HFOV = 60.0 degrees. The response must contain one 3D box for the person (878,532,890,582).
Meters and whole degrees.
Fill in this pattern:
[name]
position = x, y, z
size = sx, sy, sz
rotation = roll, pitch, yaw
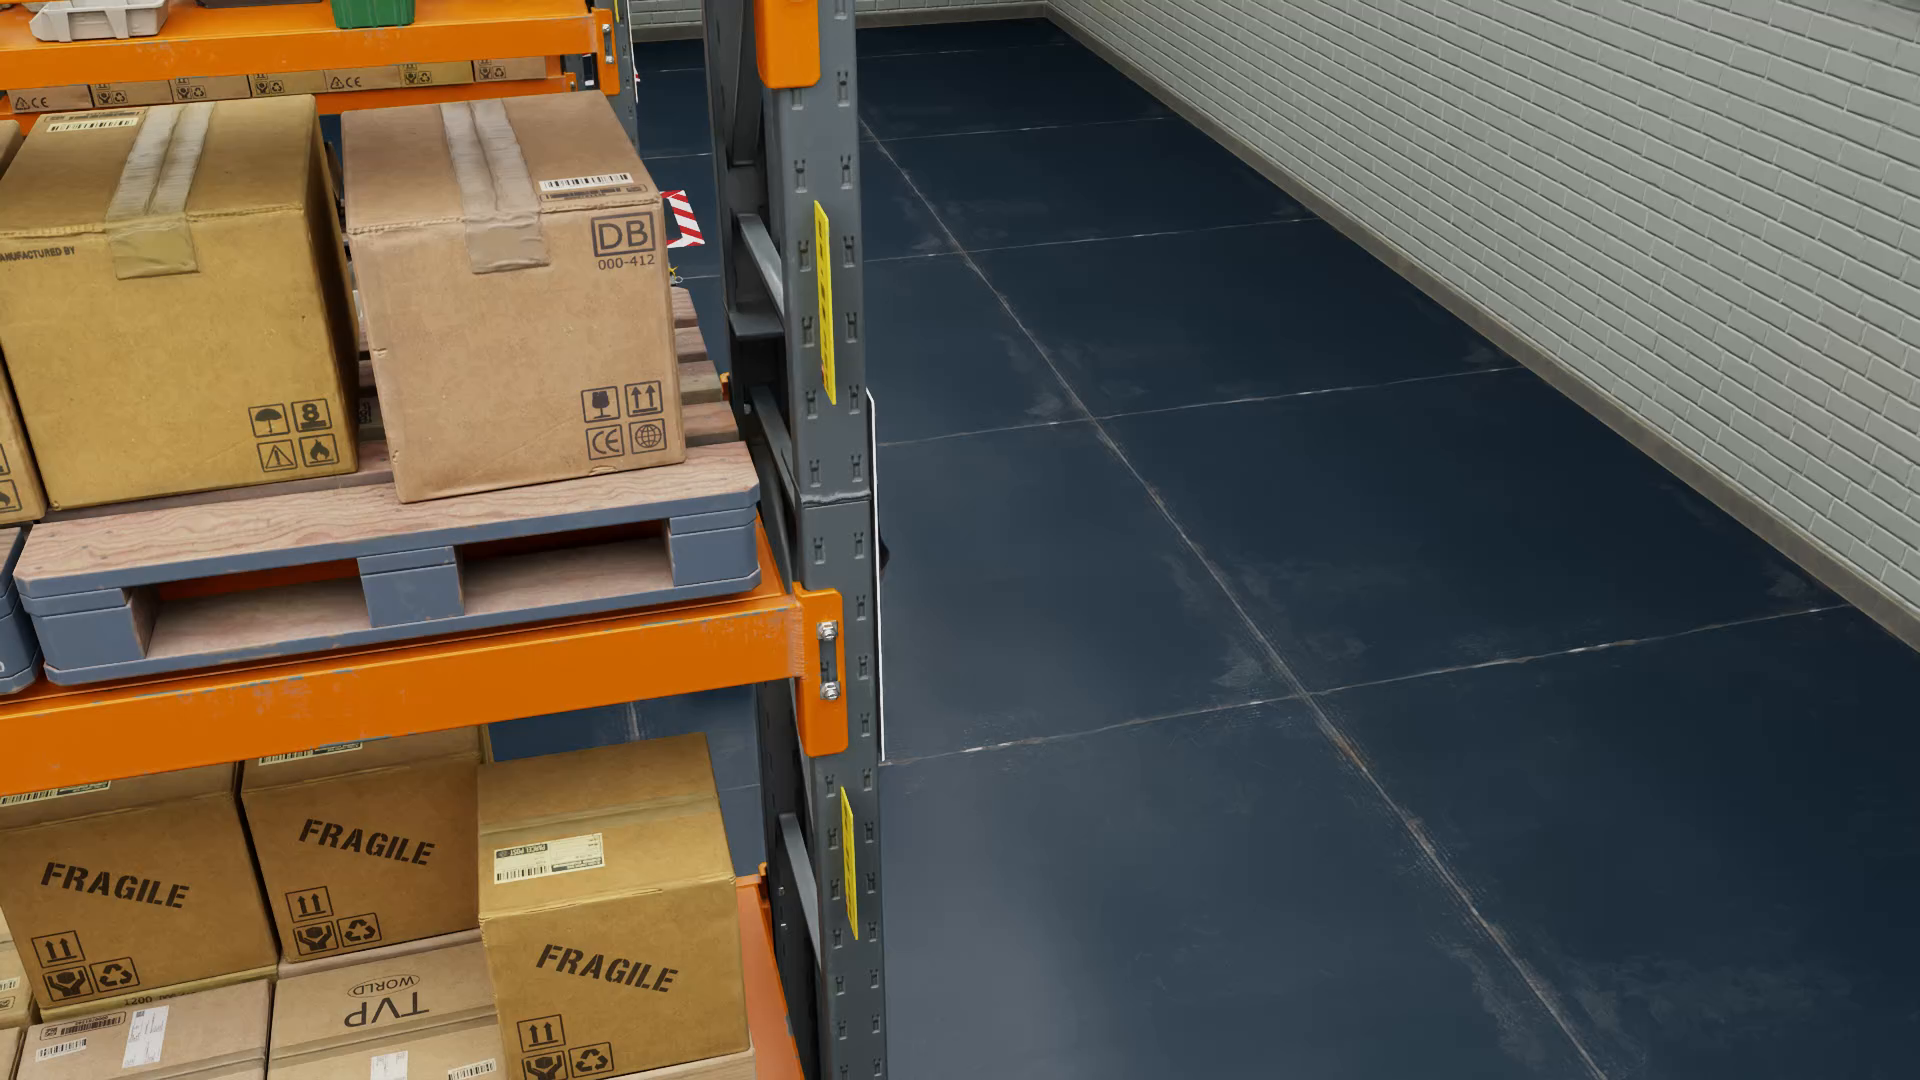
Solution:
[person]
position = -0.762, 0.158, 7.664
size = 0.869, 0.942, 0.544
rotation = -8, 31, -13
